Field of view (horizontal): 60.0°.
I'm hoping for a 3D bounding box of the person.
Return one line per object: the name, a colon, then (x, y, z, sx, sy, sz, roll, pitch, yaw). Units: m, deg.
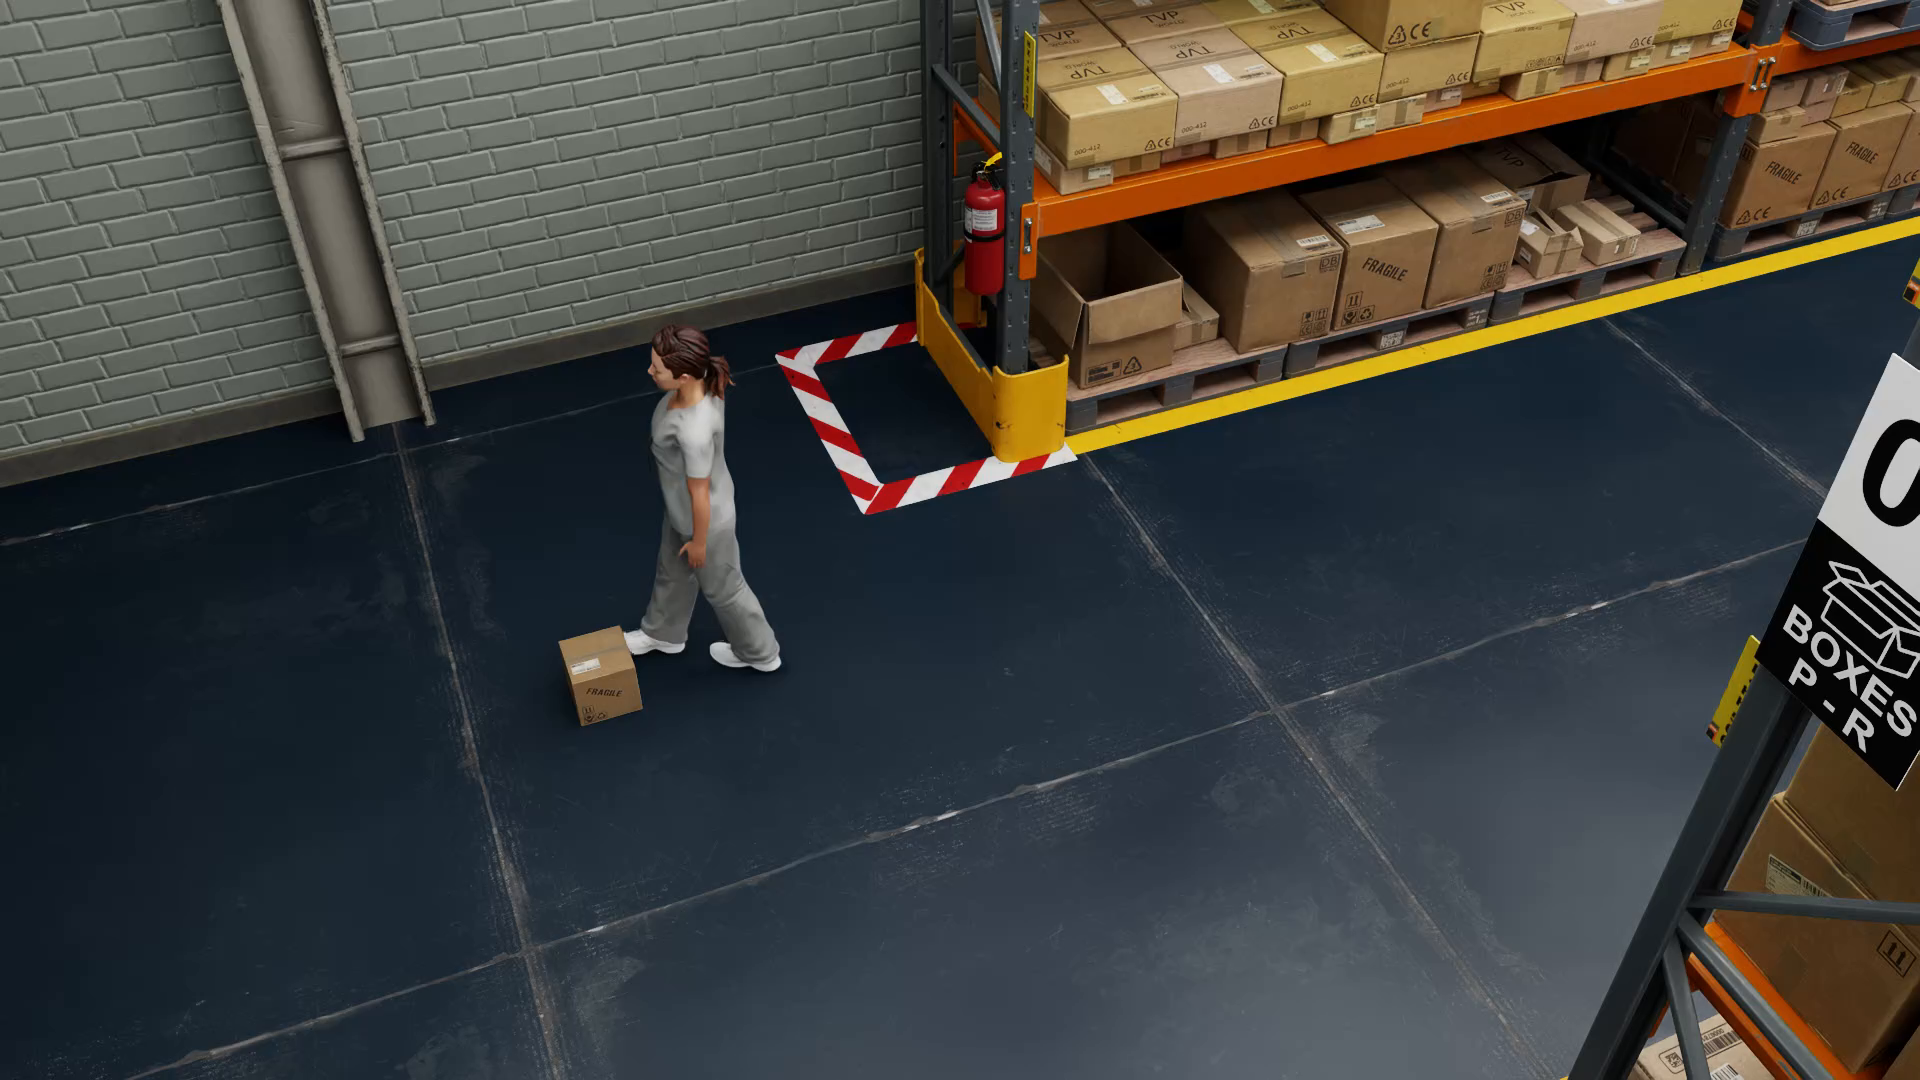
person: (-1.082, -0.111, 6.280, 0.691, 1.662, 0.450, -4, 42, -5)
